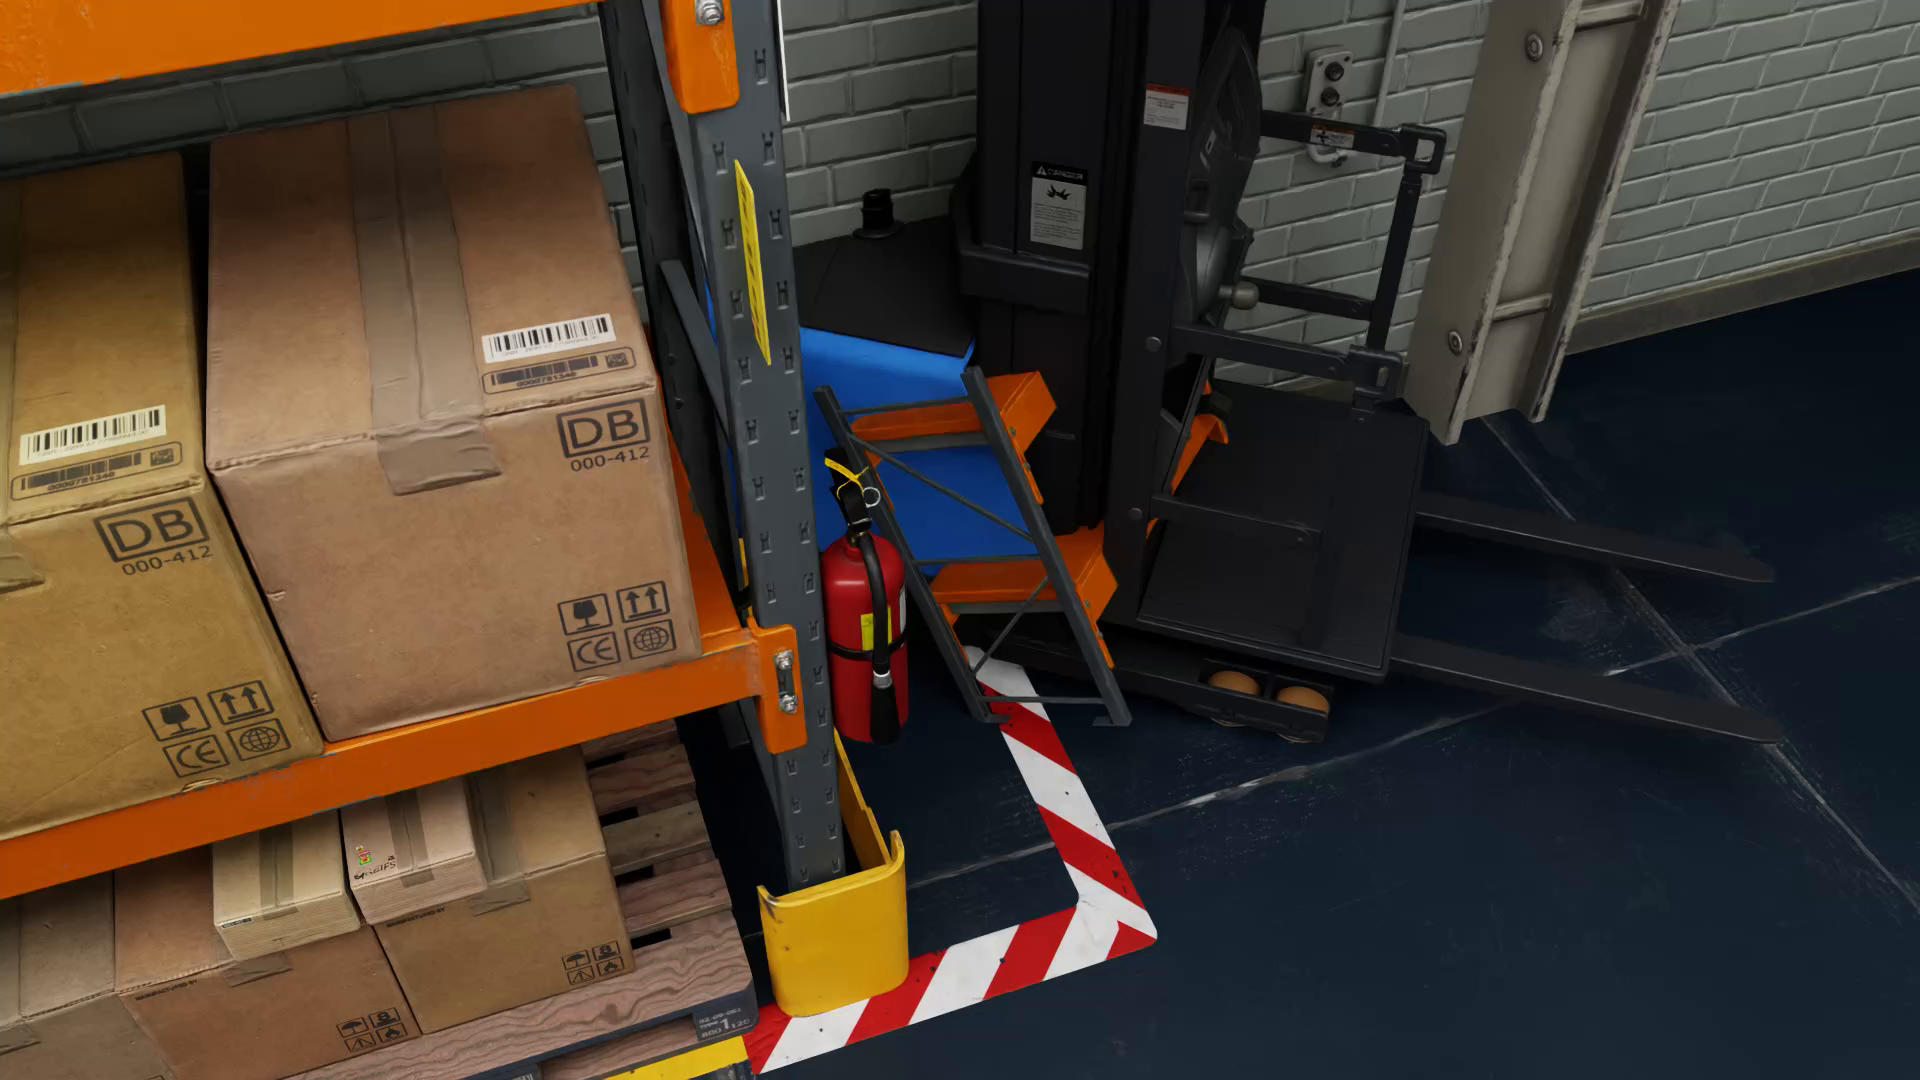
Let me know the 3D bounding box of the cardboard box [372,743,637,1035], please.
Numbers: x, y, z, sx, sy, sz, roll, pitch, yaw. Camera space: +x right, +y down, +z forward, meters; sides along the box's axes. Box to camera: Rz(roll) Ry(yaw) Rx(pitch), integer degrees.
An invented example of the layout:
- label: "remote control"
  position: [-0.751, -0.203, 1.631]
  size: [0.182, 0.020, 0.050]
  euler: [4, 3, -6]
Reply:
- label: "cardboard box"
  position: [-1.116, 0.671, 3.931]
  size: [0.500, 0.500, 0.700]
  euler: [-14, 47, -14]

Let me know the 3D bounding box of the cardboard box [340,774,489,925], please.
- label: "cardboard box"
  position: [-1.175, 0.595, 3.550]
  size: [0.250, 0.149, 0.380]
  euler: [-15, 47, -14]

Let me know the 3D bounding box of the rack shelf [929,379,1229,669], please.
- label: "rack shelf"
  position: [0.357, -0.056, 4.811]
  size: [0.538, 0.278, 1.000]
  euler: [-3, 35, 35]

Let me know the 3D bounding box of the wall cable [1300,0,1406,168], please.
- label: "wall cable"
  position: [0.392, -1.594, 4.004]
  size: [1.851, 1.984, 0.084]
  euler: [-14, 47, -14]

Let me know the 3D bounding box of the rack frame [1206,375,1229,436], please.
- label: "rack frame"
  position: [0.486, -0.557, 5.037]
  size: [0.500, 1.125, 0.032]
  euler: [-3, 35, 35]

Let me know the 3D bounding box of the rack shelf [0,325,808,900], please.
- label: "rack shelf"
  position: [-2.373, 0.437, 3.204]
  size: [4.000, 0.370, 1.077]
  euler: [-14, 47, -14]

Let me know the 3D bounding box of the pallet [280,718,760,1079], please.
- label: "pallet"
  position: [-1.217, 0.931, 4.173]
  size: [1.213, 0.211, 1.003]
  euler: [-14, 47, -14]

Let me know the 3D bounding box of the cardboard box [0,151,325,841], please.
- label: "cardboard box"
  position: [-1.648, -0.092, 3.012]
  size: [0.700, 0.700, 0.980]
  euler: [-15, 47, -14]

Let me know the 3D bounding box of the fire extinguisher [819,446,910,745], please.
- label: "fire extinguisher"
  position: [-0.193, 0.132, 3.318]
  size: [0.183, 0.674, 0.296]
  euler: [-14, 47, -14]

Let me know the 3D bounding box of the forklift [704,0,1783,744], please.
- label: "forklift"
  position: [0.832, -0.888, 4.066]
  size: [3.031, 2.935, 1.130]
  euler: [12, 46, 12]

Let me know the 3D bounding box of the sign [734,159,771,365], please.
- label: "sign"
  position: [-0.320, -0.425, 2.571]
  size: [0.005, 0.325, 0.100]
  euler: [-14, 47, -14]

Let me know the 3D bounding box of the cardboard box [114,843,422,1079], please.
- label: "cardboard box"
  position: [-1.587, 0.792, 3.811]
  size: [0.500, 0.500, 0.700]
  euler: [-14, 47, -14]

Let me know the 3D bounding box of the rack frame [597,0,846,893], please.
- label: "rack frame"
  position: [-0.492, -0.298, 3.429]
  size: [0.127, 3.000, 1.000]
  euler: [-14, 47, -14]

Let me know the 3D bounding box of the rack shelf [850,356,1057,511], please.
- label: "rack shelf"
  position: [0.156, -0.485, 4.557]
  size: [0.538, 0.278, 1.000]
  euler: [-3, 35, 35]

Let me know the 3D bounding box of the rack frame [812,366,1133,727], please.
- label: "rack frame"
  position: [0.045, 0.054, 4.354]
  size: [0.500, 1.125, 0.032]
  euler: [-3, 35, 35]

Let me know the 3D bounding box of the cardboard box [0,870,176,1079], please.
- label: "cardboard box"
  position: [-2.060, 0.913, 3.690]
  size: [0.500, 0.500, 0.700]
  euler: [-16, 47, -15]

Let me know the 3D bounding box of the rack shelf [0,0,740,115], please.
- label: "rack shelf"
  position: [-2.373, -0.622, 2.142]
  size: [4.000, 0.370, 1.077]
  euler: [-14, 47, -14]

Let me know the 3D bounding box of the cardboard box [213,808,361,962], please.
- label: "cardboard box"
  position: [-1.415, 0.657, 3.488]
  size: [0.250, 0.149, 0.380]
  euler: [-13, 47, -13]

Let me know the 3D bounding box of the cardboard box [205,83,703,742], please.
- label: "cardboard box"
  position: [-0.968, -0.274, 3.194]
  size: [0.700, 0.700, 0.980]
  euler: [-12, 46, -12]

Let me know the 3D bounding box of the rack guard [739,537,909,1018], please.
- label: "rack guard"
  position: [-0.469, 0.579, 4.320]
  size: [0.348, 0.500, 1.175]
  euler: [-14, 47, -14]

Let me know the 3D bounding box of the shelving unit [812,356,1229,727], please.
- label: "shelving unit"
  position: [0.265, -0.252, 4.695]
  size: [0.538, 1.125, 1.048]
  euler: [-3, 35, 35]

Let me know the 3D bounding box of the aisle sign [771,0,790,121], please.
- label: "aisle sign"
  position: [-0.322, -1.033, 2.326]
  size: [0.004, 0.787, 0.394]
  euler: [-14, 47, -14]
